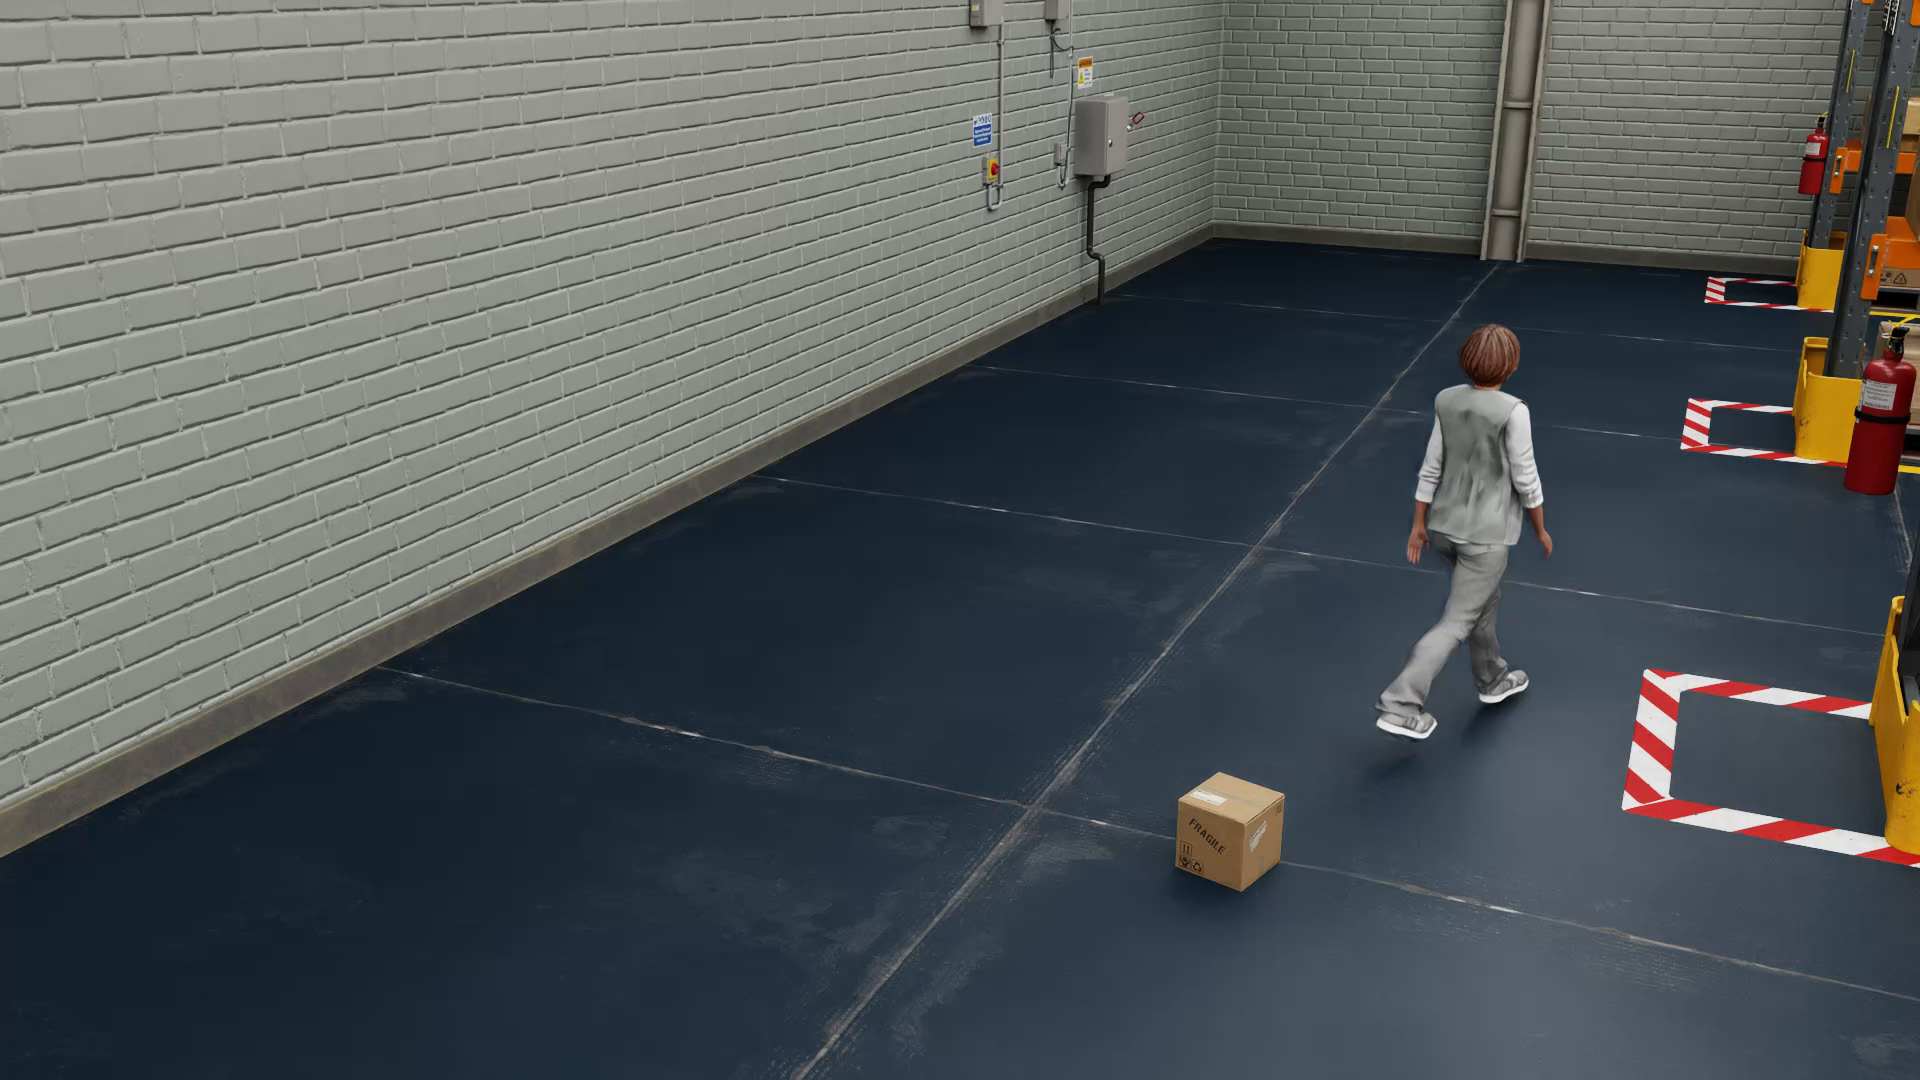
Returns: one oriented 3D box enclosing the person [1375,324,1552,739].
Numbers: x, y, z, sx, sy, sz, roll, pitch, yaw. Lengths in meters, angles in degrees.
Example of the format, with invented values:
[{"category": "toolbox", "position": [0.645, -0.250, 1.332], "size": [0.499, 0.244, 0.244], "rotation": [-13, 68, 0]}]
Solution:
[{"category": "person", "position": [1.912, -0.036, 6.169], "size": [0.956, 1.542, 0.429], "rotation": [-12, 23, -31]}]
